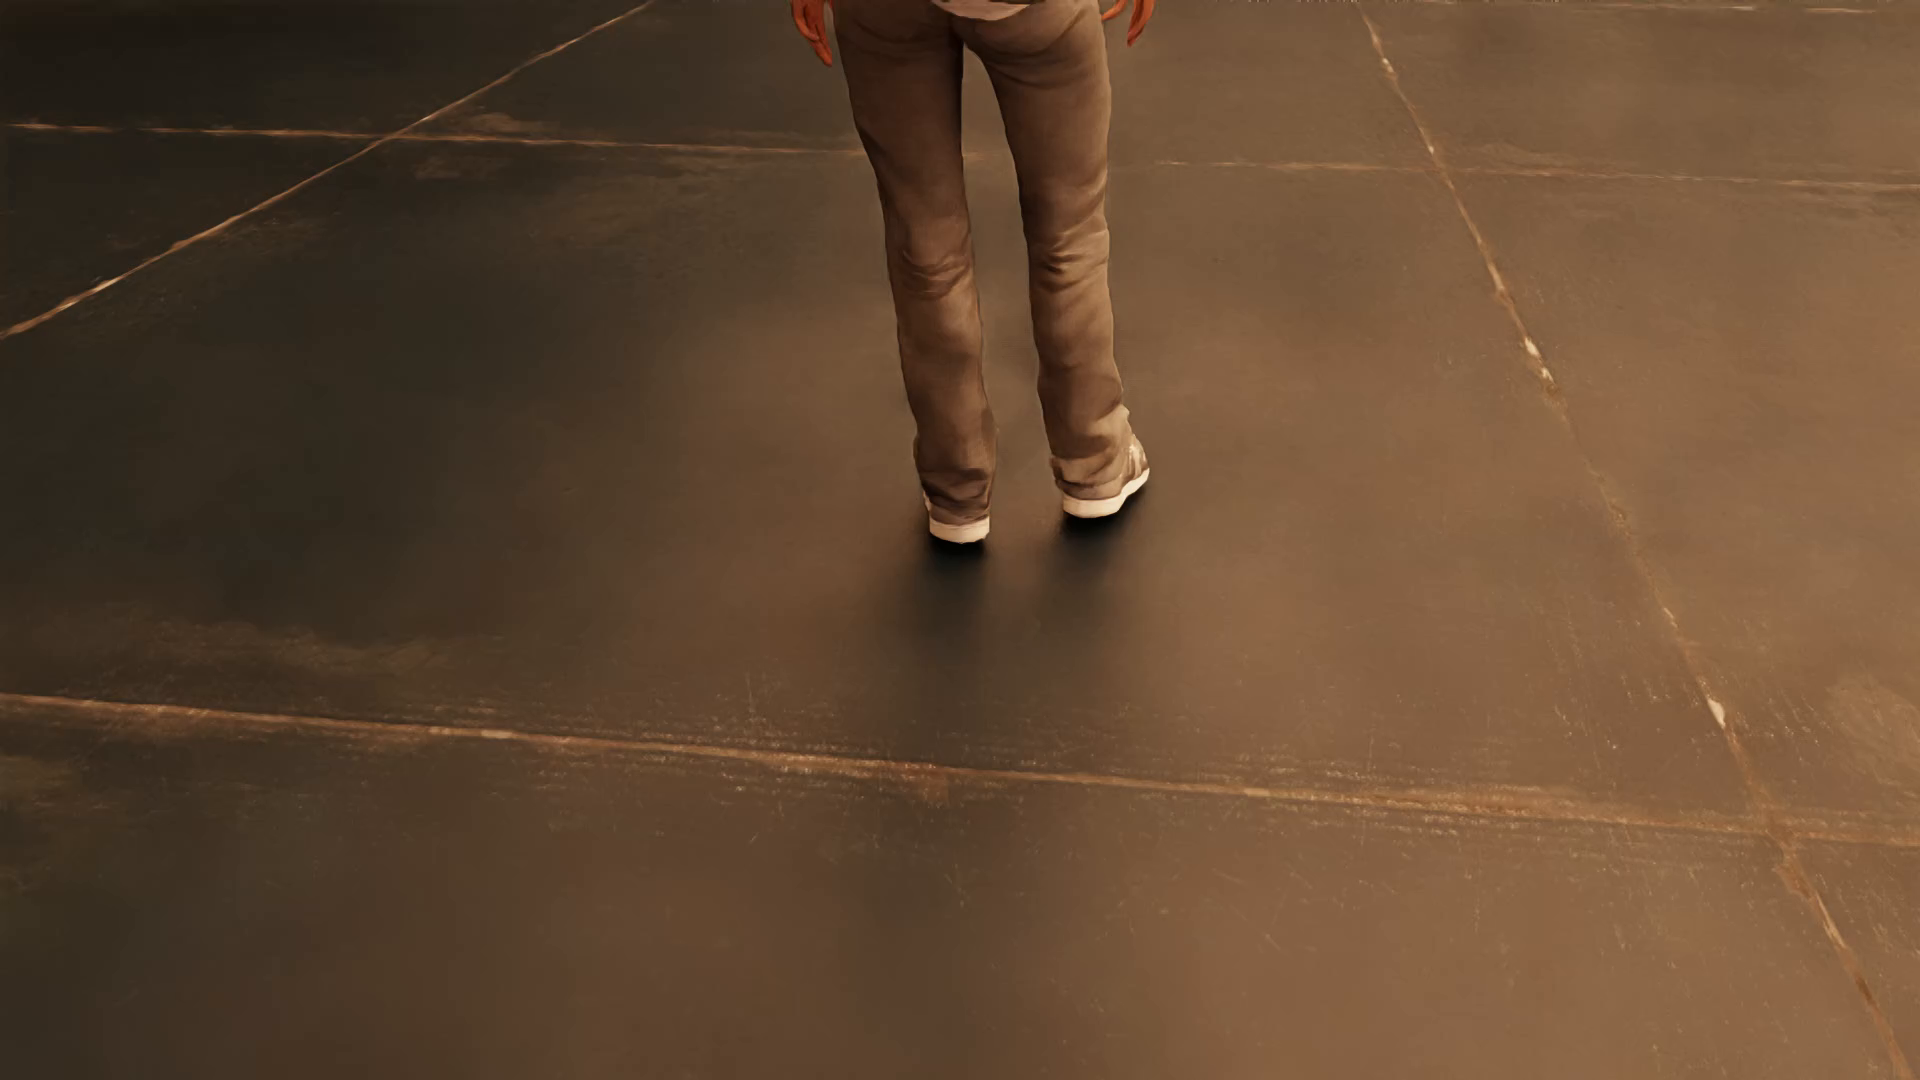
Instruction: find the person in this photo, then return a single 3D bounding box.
[{"bbox_3d":[0.024,-0.753,2.205,0.521,1.597,0.474,3,27,7],"label":"person"}]
